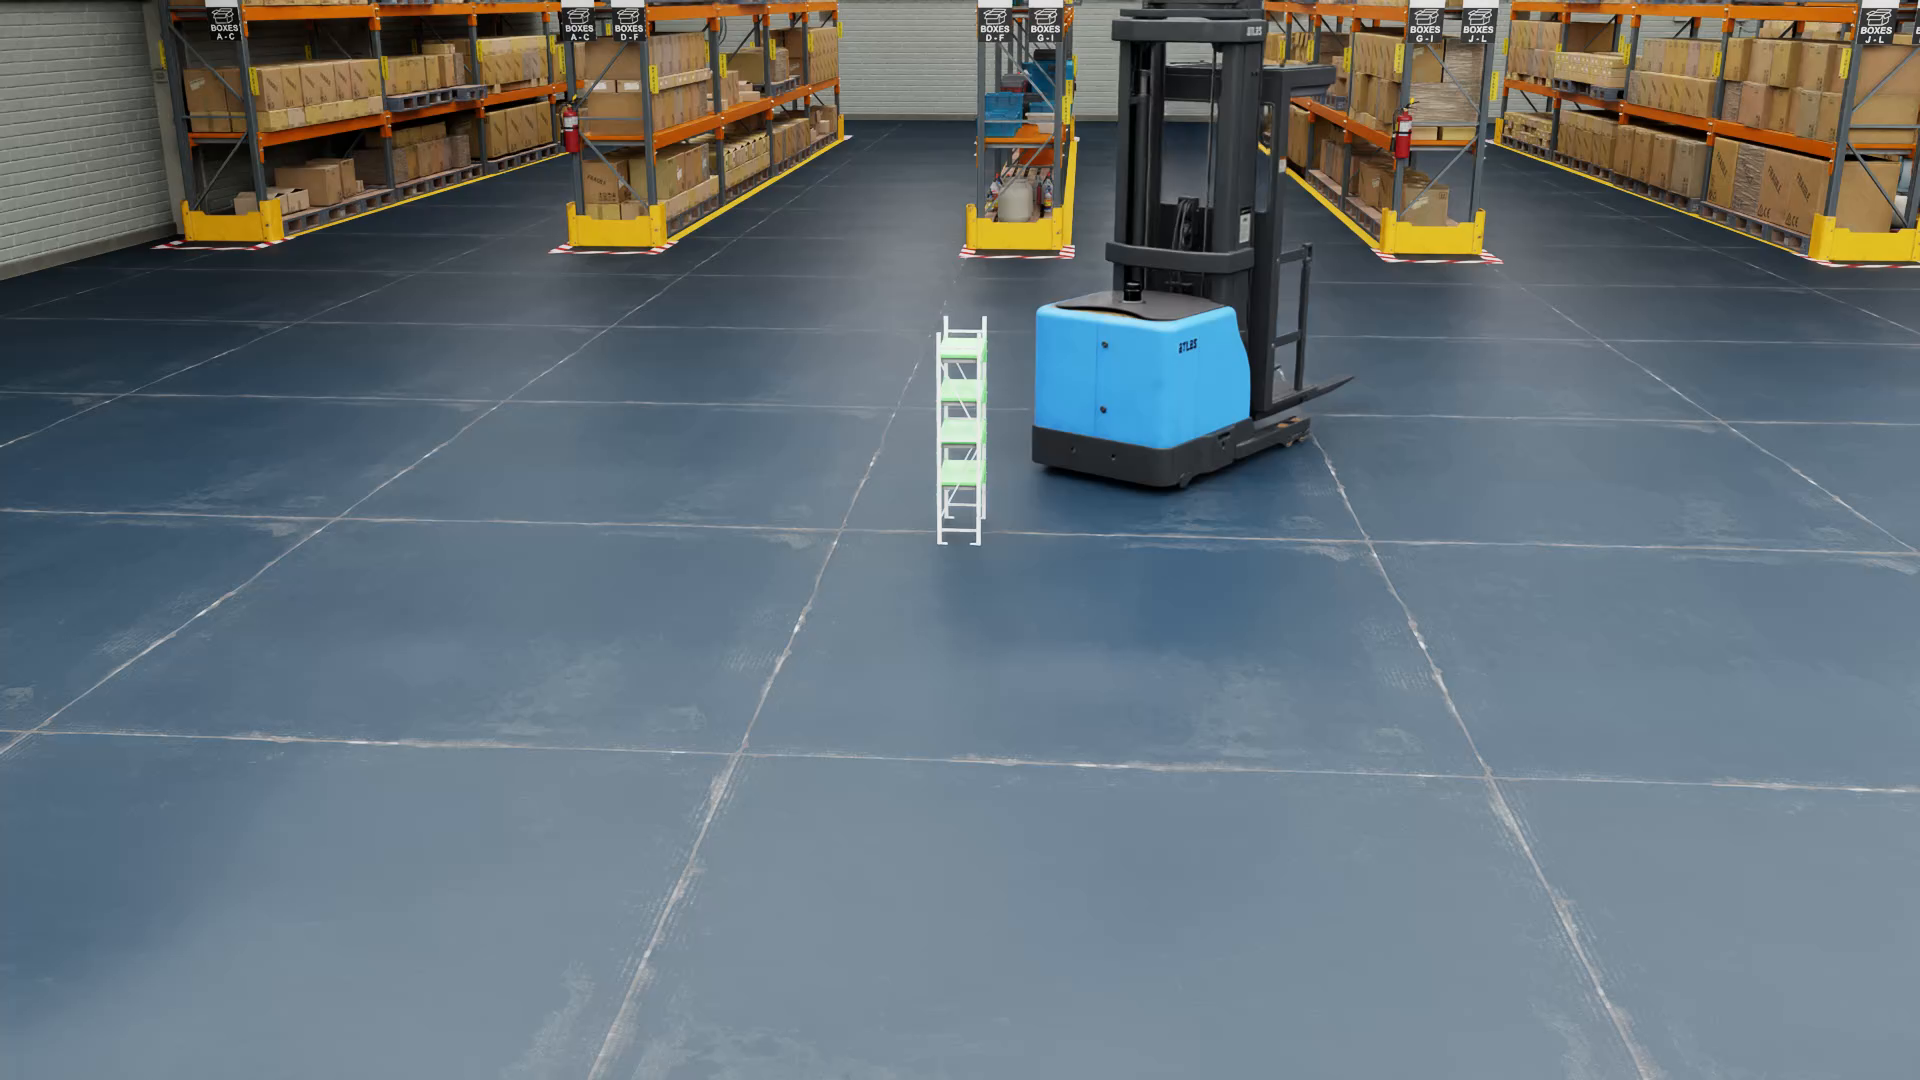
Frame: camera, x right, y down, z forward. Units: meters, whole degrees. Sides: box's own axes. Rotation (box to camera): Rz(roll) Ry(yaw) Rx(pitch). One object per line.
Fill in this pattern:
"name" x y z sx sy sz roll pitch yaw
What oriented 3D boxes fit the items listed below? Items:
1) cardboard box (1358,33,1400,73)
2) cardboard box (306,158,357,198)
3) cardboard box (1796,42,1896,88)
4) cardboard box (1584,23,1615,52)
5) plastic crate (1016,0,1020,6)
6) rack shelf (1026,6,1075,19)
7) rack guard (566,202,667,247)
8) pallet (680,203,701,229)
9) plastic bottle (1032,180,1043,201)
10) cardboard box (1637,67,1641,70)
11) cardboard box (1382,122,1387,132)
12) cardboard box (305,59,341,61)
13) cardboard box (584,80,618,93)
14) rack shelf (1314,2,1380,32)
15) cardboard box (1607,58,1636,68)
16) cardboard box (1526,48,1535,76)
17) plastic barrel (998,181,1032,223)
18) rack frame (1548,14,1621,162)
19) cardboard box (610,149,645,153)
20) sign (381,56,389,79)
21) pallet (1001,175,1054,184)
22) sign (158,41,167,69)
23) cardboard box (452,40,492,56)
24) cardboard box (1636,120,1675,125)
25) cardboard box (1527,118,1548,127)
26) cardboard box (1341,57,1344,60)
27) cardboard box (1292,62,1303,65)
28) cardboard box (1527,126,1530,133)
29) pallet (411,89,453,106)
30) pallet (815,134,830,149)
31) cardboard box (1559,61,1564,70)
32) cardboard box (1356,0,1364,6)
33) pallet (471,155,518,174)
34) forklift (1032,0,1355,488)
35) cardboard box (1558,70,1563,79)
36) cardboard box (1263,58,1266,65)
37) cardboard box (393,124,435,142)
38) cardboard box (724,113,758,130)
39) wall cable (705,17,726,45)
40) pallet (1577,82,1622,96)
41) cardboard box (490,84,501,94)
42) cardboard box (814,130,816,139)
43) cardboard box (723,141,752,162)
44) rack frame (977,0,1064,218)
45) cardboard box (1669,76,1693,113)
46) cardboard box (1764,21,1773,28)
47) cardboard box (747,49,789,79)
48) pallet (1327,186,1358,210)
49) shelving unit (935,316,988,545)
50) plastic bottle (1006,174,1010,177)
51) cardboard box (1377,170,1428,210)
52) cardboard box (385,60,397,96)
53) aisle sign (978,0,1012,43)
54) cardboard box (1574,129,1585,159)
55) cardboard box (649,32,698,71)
"cardboard box" 5.618 -6.490 22.167 0.500 0.500 0.500 1 18 4
"cardboard box" -8.919 -5.145 23.614 0.500 0.500 0.500 0 18 0
"cardboard box" 10.779 -5.773 20.249 0.875 0.550 0.550 1 18 4
"cardboard box" 11.727 -9.256 30.610 0.500 0.500 0.500 2 18 5
"plastic crate" 0.613 -7.066 21.694 0.336 0.188 0.450 1 18 4
"rack shelf" 1.714 -10.415 32.728 1.077 0.370 4.000 1 18 4
"rack guard" -4.231 -3.900 20.521 1.175 0.500 0.348 1 18 4
"pallet" -4.126 -4.386 22.470 1.003 0.211 1.213 1 18 4
"plastic bottle" 1.075 -4.870 23.135 0.152 0.276 0.135 1 18 4
"cardboard box" 11.433 -7.750 27.507 0.380 0.149 0.250 1 18 2
"cardboard box" 5.539 -5.235 20.985 0.380 0.149 0.250 1 18 4
"cardboard box" -9.126 -6.600 23.752 0.500 0.500 0.500 1 18 3
"cardboard box" -4.392 -5.574 20.413 0.380 0.149 0.250 1 18 3
"rack shelf" 6.081 -7.820 24.808 1.077 0.370 4.000 1 18 4
"cardboard box" 10.742 -7.740 27.002 0.380 0.149 0.250 1 18 2
"cardboard box" 11.339 -9.278 32.283 0.500 0.500 0.500 1 18 2
"plastic barrel" 0.682 -4.207 20.765 0.421 0.512 0.421 0 18 0
"rack frame" 11.451 -8.457 30.417 1.000 3.000 0.127 1 18 4
"cardboard box" -4.394 -4.984 22.352 0.500 0.500 0.500 1 18 4
"sign" -8.342 -6.848 24.115 0.100 0.325 0.005 1 18 4
"pallet" 1.100 -5.525 25.946 1.003 0.211 1.213 1 18 4
"sign" -9.723 -5.923 20.316 0.100 0.325 0.005 1 18 4
"cardboard box" -8.306 -8.388 28.330 0.500 0.250 0.500 2 18 5
"cardboard box" 11.455 -6.792 27.469 0.500 0.250 0.500 0 18 1
"cardboard box" 11.237 -8.108 32.299 0.380 0.149 0.250 1 18 2
"cardboard box" 6.285 -7.260 25.927 0.700 0.500 0.500 4 19 12
"cardboard box" 6.157 -8.198 29.465 0.500 0.500 0.500 1 18 3
"cardboard box" 11.410 -8.120 32.814 0.380 0.149 0.250 2 18 7
"pallet" -8.698 -6.982 26.222 1.003 0.211 1.213 1 18 4
"pallet" -3.234 -8.090 33.773 1.003 0.211 1.213 1 18 4
"cardboard box" 10.948 -8.486 29.756 0.380 0.149 0.250 1 18 3
"cardboard box" 5.650 -7.335 22.415 0.500 0.250 0.500 1 18 2
"pallet" -8.466 -6.607 29.248 1.003 0.211 1.213 1 18 4
"forklift" 1.767 -2.108 11.148 1.130 2.935 3.031 14 23 36
"cardboard box" 10.950 -8.339 29.785 0.380 0.149 0.250 2 18 5
"cardboard box" 6.494 -9.769 34.182 0.500 0.250 0.500 1 18 2
"cardboard box" -8.732 -6.506 26.565 0.500 0.250 0.500 1 18 4
"cardboard box" -3.823 -7.270 28.897 0.500 0.250 0.500 2 18 6
"wall cable" -7.262 -13.297 40.540 3.097 2.526 0.112 1 18 4
"pallet" 11.265 -7.740 28.534 1.003 0.211 1.213 1 18 4
"cardboard box" -8.212 -7.835 28.888 0.380 0.149 0.250 2 18 6
"cardboard box" -3.071 -8.079 33.105 0.380 0.166 0.250 1 18 4
"cardboard box" -3.556 -6.097 26.053 0.500 0.311 0.500 2 18 5
"rack frame" 0.711 -4.983 19.814 1.000 3.000 0.127 1 18 4
"cardboard box" 10.721 -6.502 24.289 0.500 0.500 0.500 1 18 4
"cardboard box" 16.381 -10.347 33.377 0.380 0.149 0.250 2 18 5
"cardboard box" -3.434 -8.519 29.769 0.700 0.500 0.500 -3 18 -10
"pallet" 5.992 -5.032 24.440 1.003 0.211 1.213 1 18 4
"shelving unit" 0.012 -0.622 9.393 0.258 1.200 0.503 1 18 4
"plastic bottle" 0.670 -4.931 23.202 0.144 0.351 0.185 1 18 4
"cardboard box" 5.869 -4.631 22.078 0.500 0.500 0.500 0 18 -1
"cardboard box" -8.814 -6.860 24.676 0.700 0.500 0.500 1 18 4
"aisle sign" 0.409 -6.203 19.361 0.394 0.787 0.004 1 18 4
"cardboard box" 11.073 -6.918 29.059 0.500 0.500 0.500 2 18 5
"cardboard box" -4.003 -6.706 22.828 0.700 0.500 0.500 1 18 4
